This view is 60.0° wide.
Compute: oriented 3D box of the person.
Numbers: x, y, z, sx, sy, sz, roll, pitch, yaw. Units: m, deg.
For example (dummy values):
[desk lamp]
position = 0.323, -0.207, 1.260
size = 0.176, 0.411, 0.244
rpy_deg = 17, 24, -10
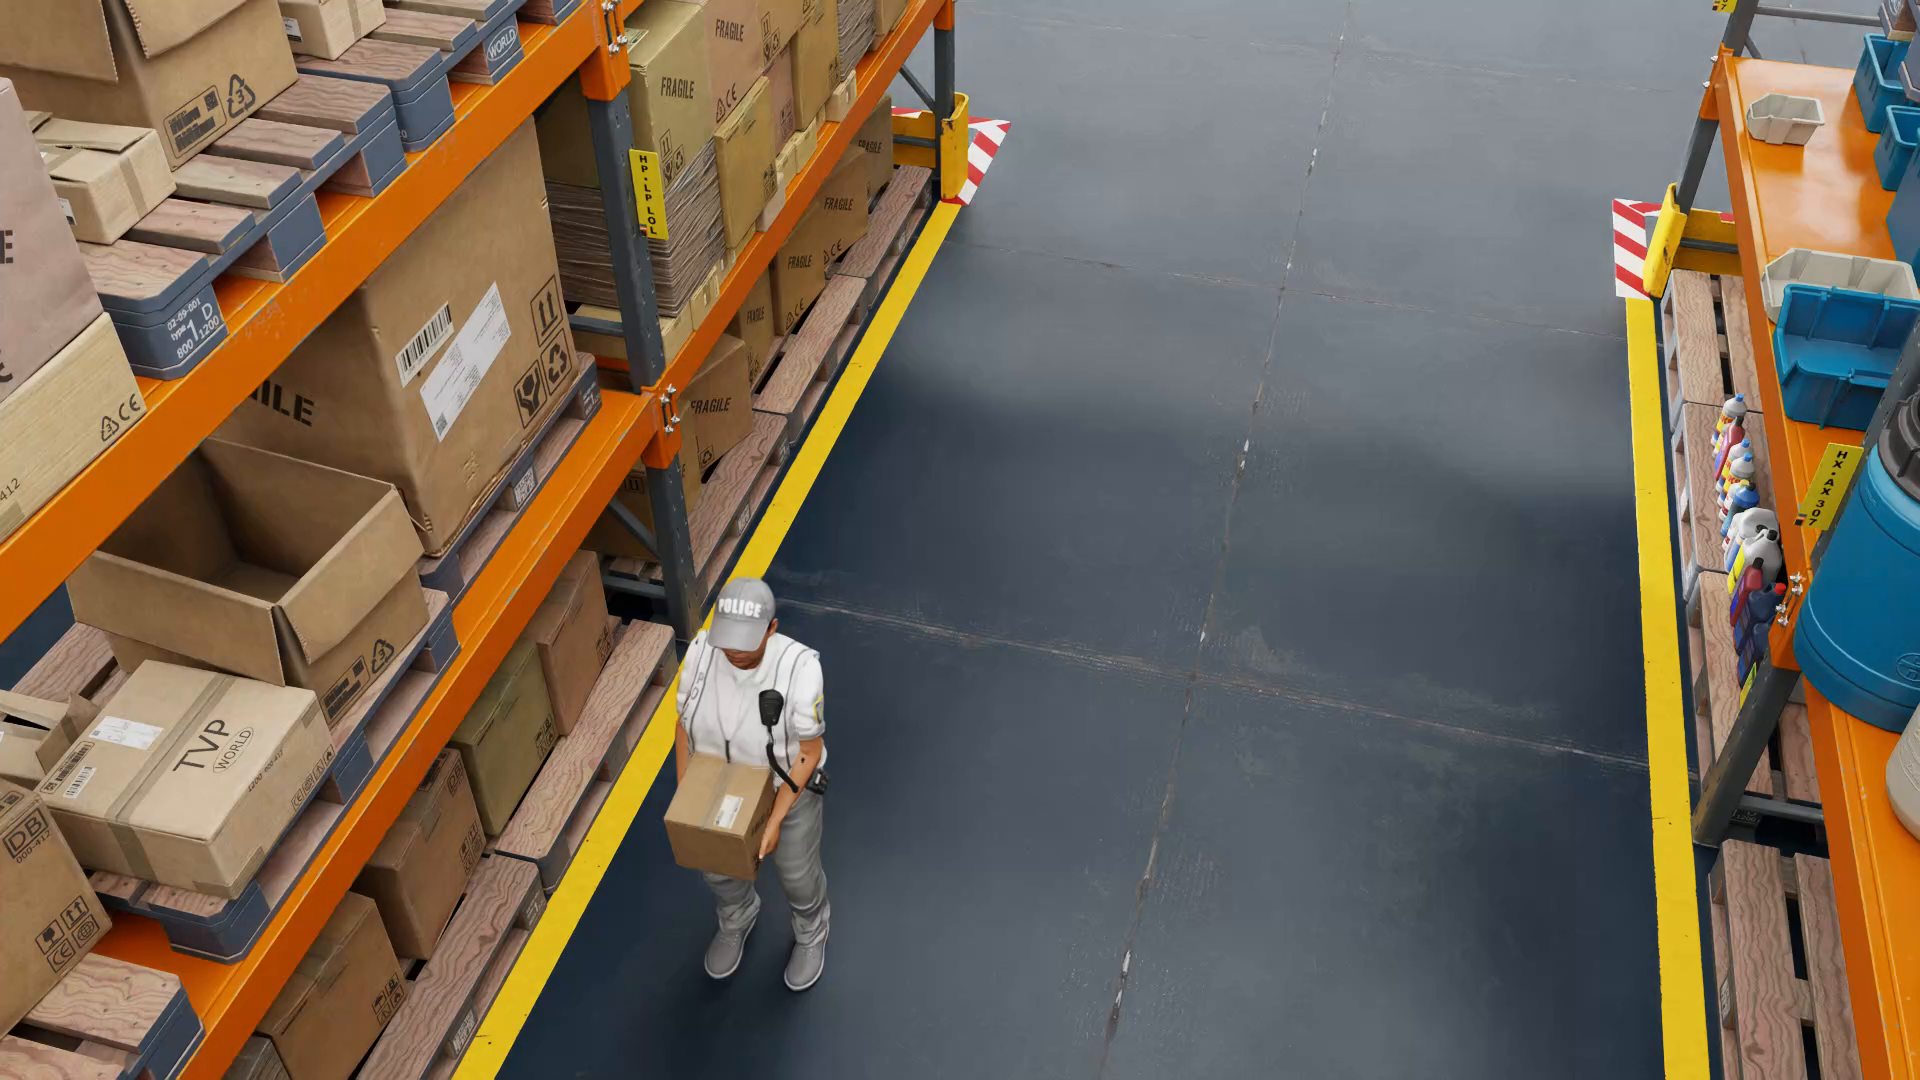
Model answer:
[person]
position = -0.656, 0.812, 5.229
size = 0.471, 1.664, 0.536
rpy_deg = 10, 42, 11
